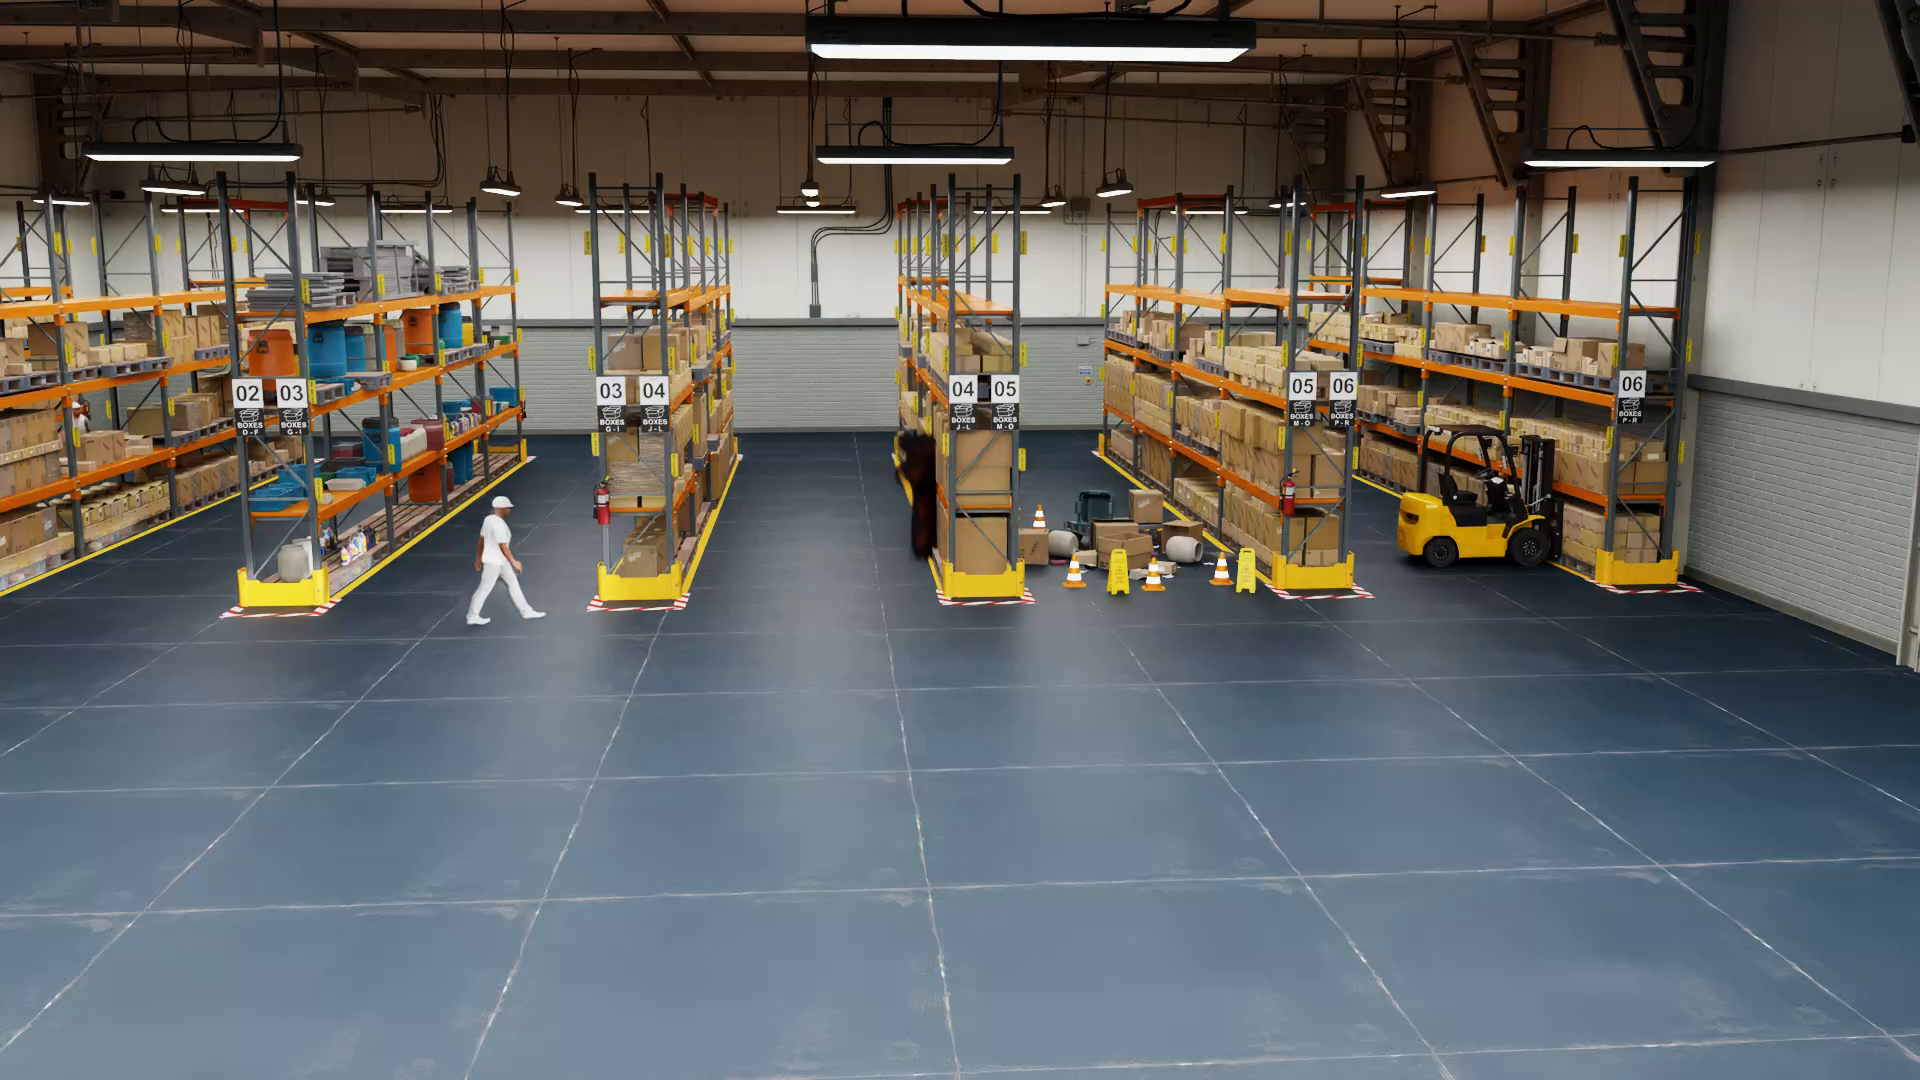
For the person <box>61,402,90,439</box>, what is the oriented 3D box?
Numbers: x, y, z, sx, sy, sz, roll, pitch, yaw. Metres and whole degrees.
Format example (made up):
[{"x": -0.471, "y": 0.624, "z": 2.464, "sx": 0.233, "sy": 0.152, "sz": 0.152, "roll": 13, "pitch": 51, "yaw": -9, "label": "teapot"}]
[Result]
[{"x": -18.671, "y": -2.034, "z": 35.068, "sx": 0.472, "sy": 1.750, "sz": 0.947, "roll": 0, "pitch": 10, "yaw": -2, "label": "person"}]

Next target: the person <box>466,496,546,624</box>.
[{"x": -6.075, "y": 0.267, "z": 22.082, "sx": 1.026, "sy": 1.701, "sz": 0.539, "roll": -2, "pitch": 10, "yaw": -11, "label": "person"}]
